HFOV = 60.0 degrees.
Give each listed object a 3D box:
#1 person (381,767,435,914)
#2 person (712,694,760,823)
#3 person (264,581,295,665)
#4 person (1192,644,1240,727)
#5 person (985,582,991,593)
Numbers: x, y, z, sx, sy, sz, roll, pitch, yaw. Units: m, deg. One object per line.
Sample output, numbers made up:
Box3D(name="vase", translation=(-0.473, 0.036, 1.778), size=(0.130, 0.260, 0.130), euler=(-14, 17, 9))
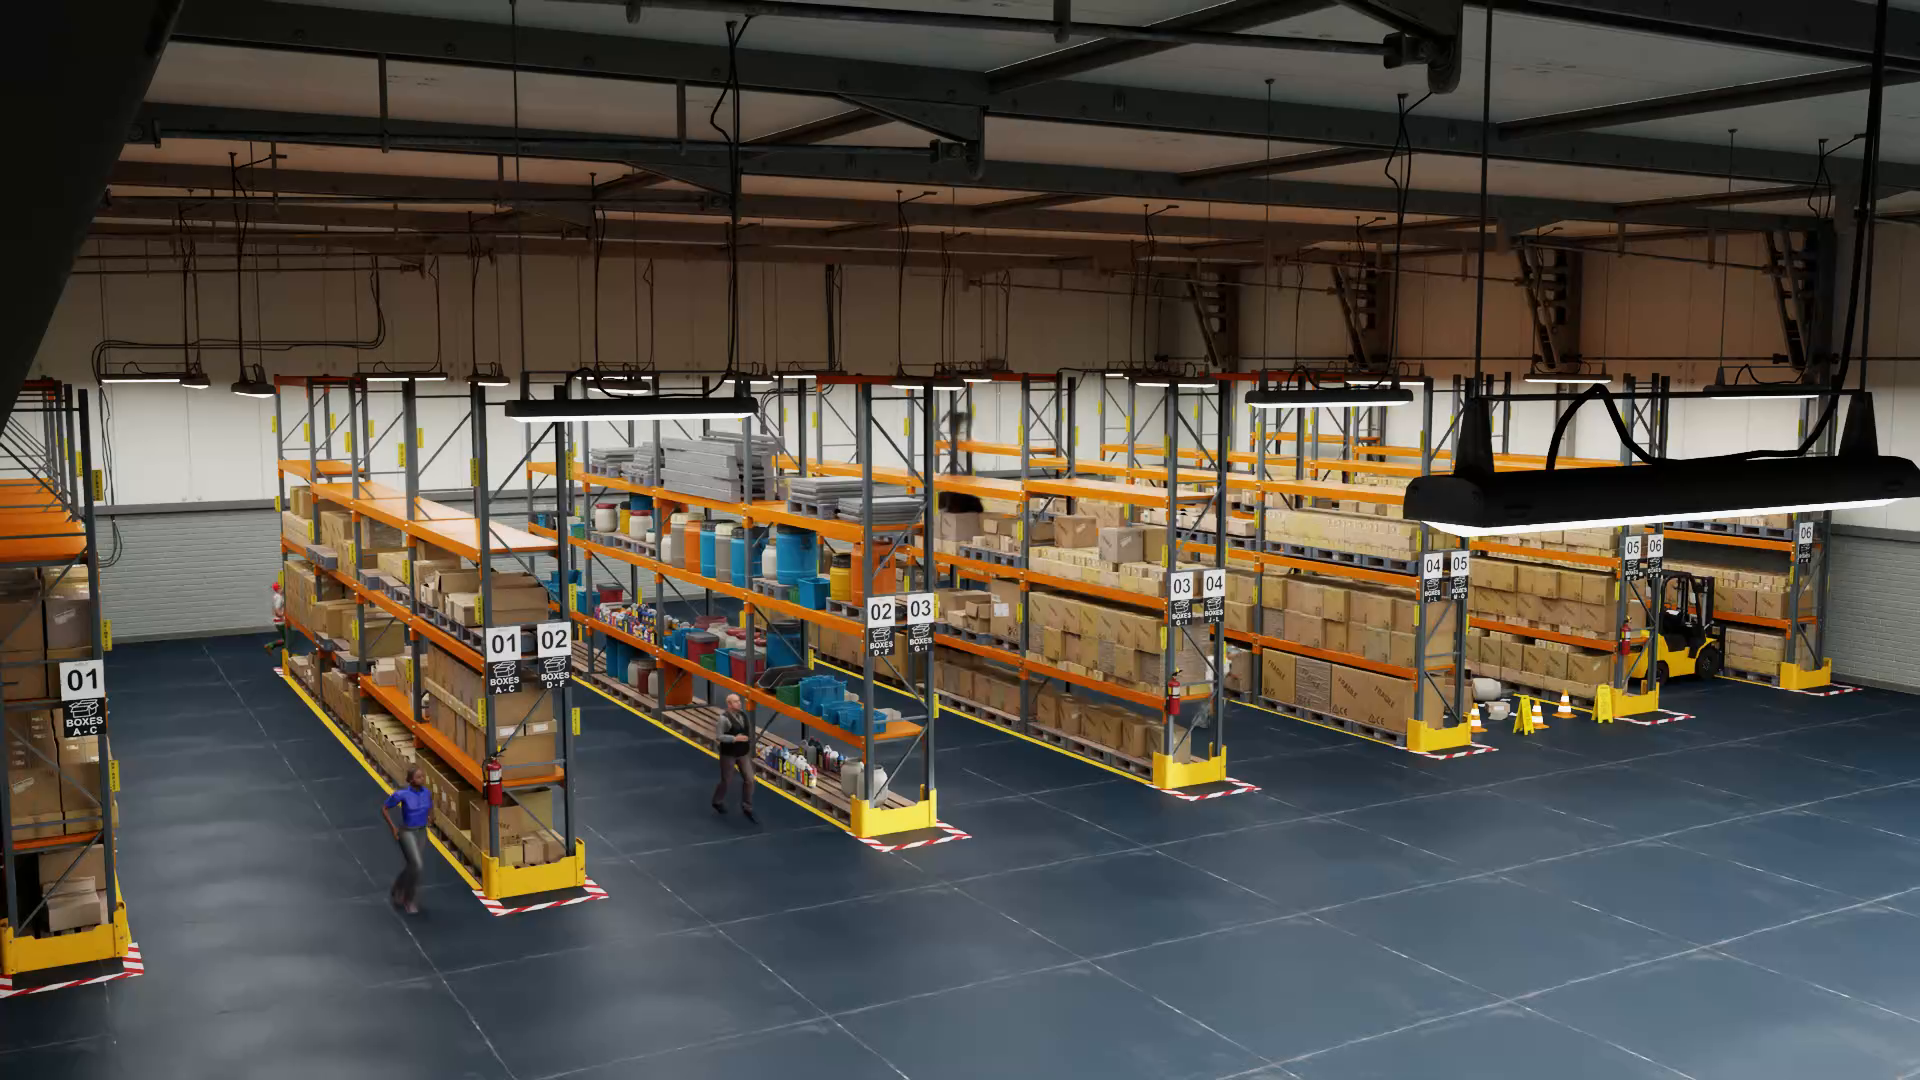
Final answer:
Box3D(name="person", translation=(-6.330, 3.460, 19.195), size=(0.693, 1.695, 0.572), euler=(4, 7, 31))
Box3D(name="person", translation=(-3.121, 2.979, 22.798), size=(0.805, 1.772, 0.644), euler=(6, 9, 44))
Box3D(name="person", translation=(-14.059, 1.720, 34.324), size=(0.607, 1.745, 0.656), euler=(-3, 7, -27))
Box3D(name="person", translation=(4.344, 2.493, 28.319), size=(0.842, 1.497, 0.637), euler=(4, 7, 31))
Box3D(name="person", translation=(0.834, 0.856, 41.833), size=(0.932, 1.742, 0.739), euler=(5, 8, 37))
